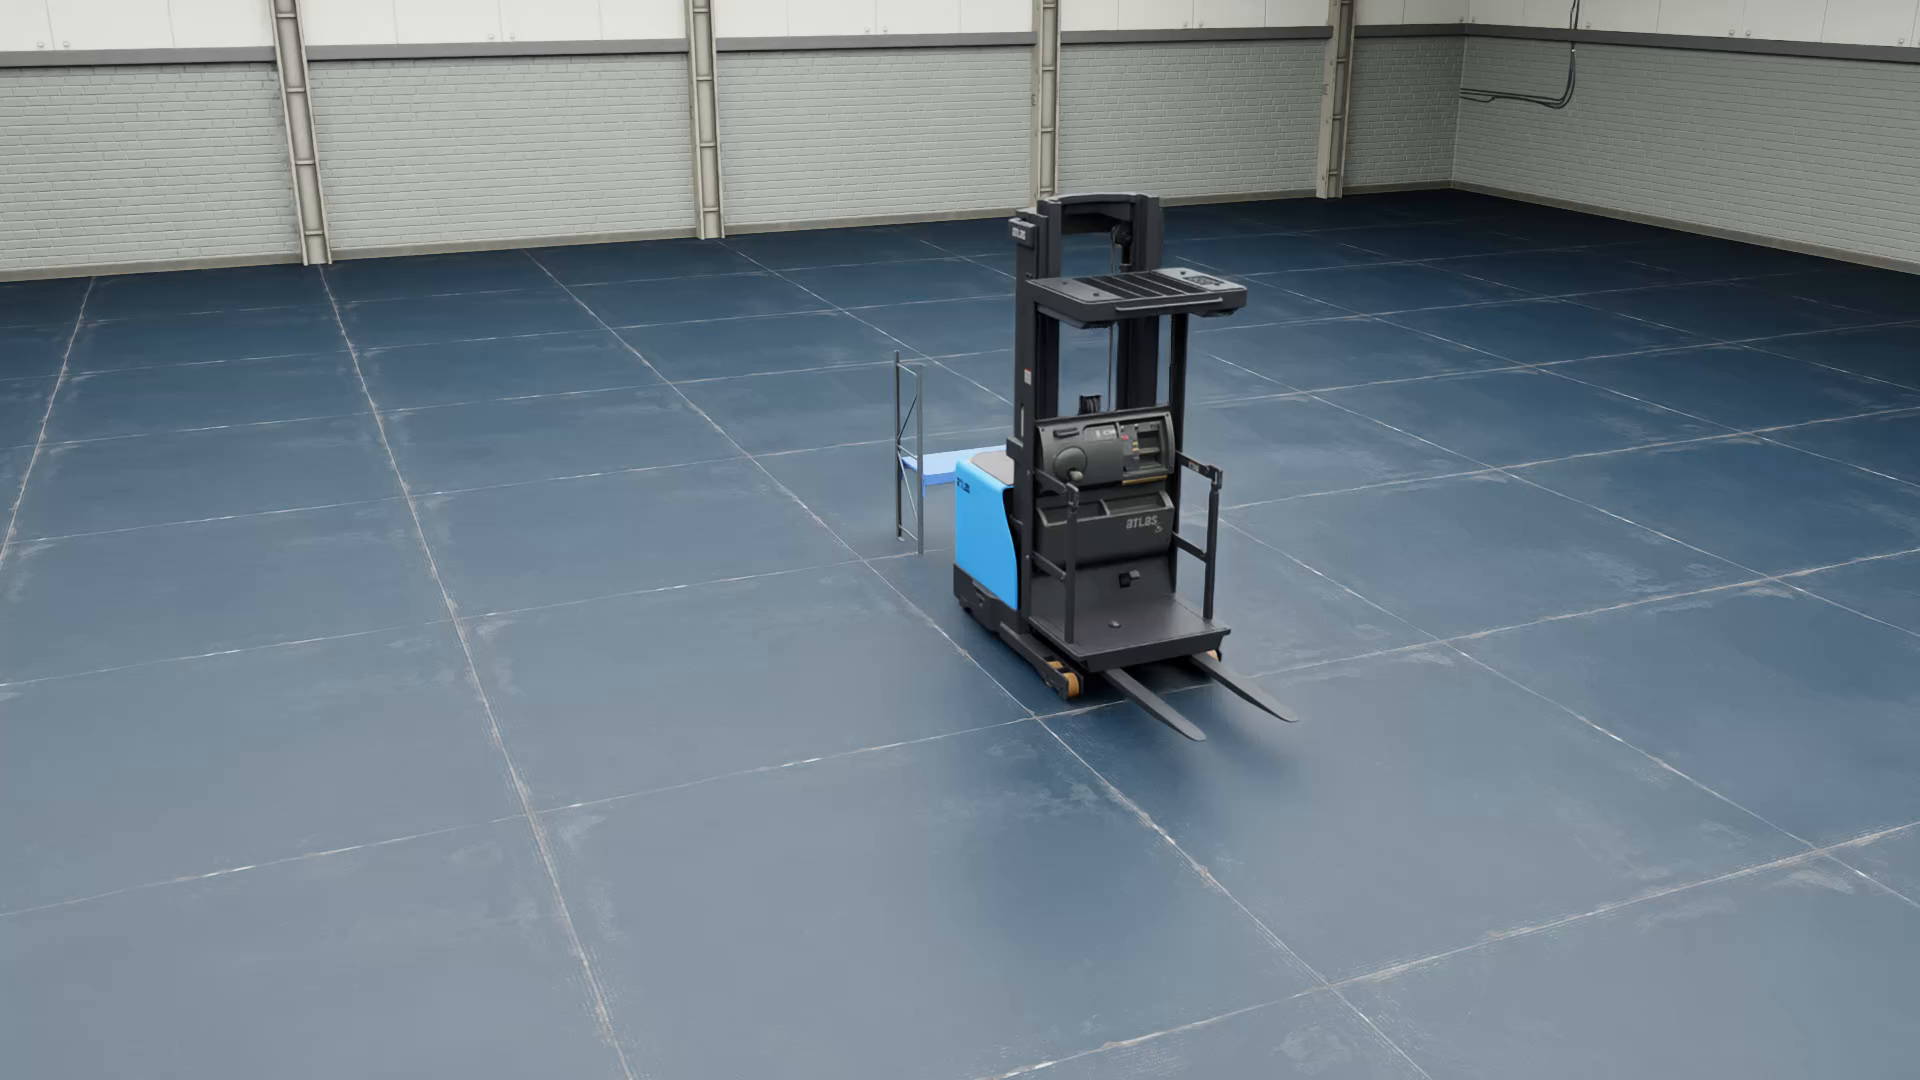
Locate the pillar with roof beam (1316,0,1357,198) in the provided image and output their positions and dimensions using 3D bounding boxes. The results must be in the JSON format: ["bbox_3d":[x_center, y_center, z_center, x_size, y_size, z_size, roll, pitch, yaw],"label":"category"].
[{"bbox_3d":[8.678,-9.422,26.232,0.400,9.000,9.100,-8,21,-22],"label":"pillar with roof beam"}]

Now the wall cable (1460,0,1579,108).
[{"bbox_3d":[10.201,-9.255,30.432,0.112,2.526,3.097,-8,21,-22],"label":"wall cable"}]

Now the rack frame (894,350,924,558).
[{"bbox_3d":[-0.388,-0.652,12.615,0.032,1.500,0.500,-8,21,-22],"label":"rack frame"}]

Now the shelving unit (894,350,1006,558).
[{"bbox_3d":[0.078,-0.719,12.805,1.048,1.500,0.538,-8,21,-22],"label":"shelving unit"}]

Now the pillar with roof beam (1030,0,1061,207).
[{"bbox_3d":[3.169,-8.633,23.990,0.400,9.000,9.100,-8,21,-22],"label":"pillar with roof beam"}]

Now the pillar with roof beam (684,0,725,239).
[{"bbox_3d":[-2.341,-7.843,21.749,0.400,9.000,9.100,-8,21,-22],"label":"pillar with roof beam"}]

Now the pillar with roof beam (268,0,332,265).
[{"bbox_3d":[-7.850,-7.054,19.507,0.400,9.000,9.100,-8,21,-22],"label":"pillar with roof beam"}]

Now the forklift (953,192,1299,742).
[{"bbox_3d":[1.010,-0.564,10.210,1.130,2.935,3.031,-8,21,-22],"label":"forklift"}]

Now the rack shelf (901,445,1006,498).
[{"bbox_3d":[0.078,-0.549,12.865,1.000,0.185,0.538,-8,21,-22],"label":"rack shelf"}]
